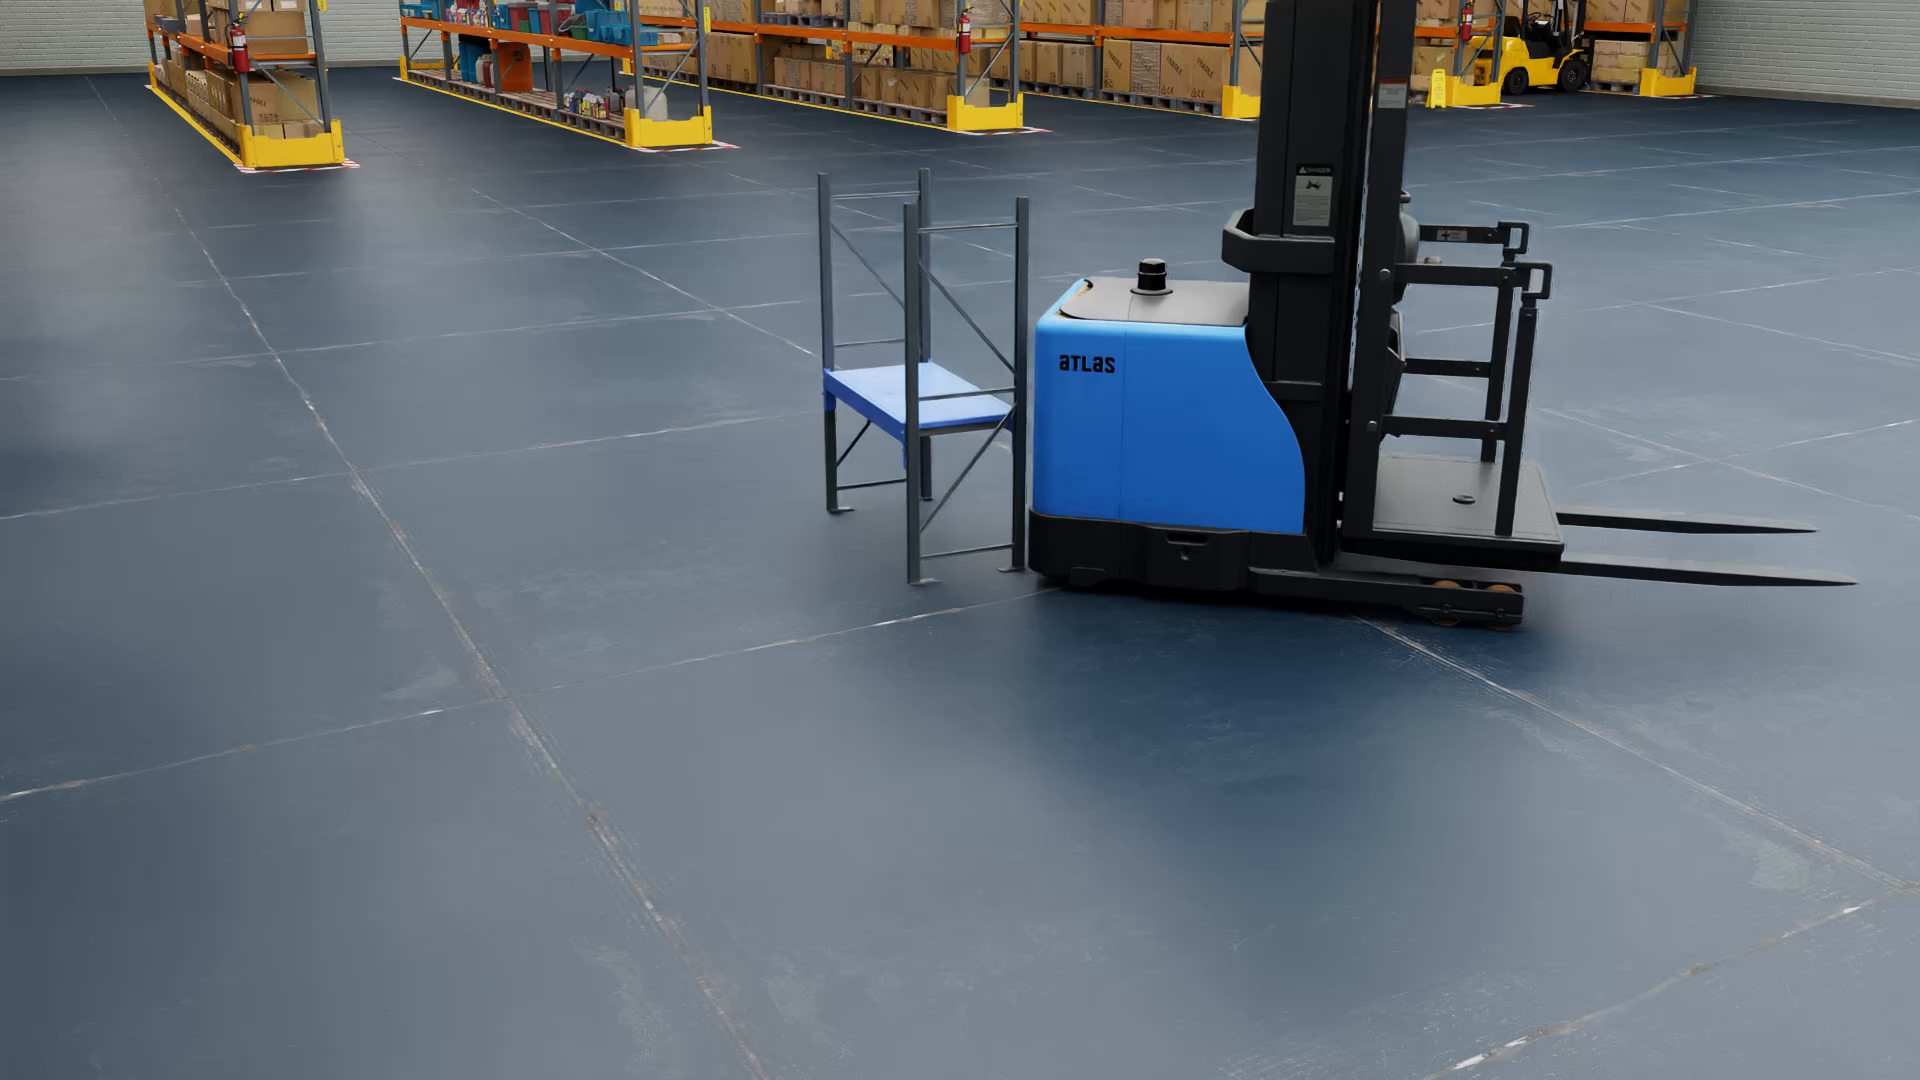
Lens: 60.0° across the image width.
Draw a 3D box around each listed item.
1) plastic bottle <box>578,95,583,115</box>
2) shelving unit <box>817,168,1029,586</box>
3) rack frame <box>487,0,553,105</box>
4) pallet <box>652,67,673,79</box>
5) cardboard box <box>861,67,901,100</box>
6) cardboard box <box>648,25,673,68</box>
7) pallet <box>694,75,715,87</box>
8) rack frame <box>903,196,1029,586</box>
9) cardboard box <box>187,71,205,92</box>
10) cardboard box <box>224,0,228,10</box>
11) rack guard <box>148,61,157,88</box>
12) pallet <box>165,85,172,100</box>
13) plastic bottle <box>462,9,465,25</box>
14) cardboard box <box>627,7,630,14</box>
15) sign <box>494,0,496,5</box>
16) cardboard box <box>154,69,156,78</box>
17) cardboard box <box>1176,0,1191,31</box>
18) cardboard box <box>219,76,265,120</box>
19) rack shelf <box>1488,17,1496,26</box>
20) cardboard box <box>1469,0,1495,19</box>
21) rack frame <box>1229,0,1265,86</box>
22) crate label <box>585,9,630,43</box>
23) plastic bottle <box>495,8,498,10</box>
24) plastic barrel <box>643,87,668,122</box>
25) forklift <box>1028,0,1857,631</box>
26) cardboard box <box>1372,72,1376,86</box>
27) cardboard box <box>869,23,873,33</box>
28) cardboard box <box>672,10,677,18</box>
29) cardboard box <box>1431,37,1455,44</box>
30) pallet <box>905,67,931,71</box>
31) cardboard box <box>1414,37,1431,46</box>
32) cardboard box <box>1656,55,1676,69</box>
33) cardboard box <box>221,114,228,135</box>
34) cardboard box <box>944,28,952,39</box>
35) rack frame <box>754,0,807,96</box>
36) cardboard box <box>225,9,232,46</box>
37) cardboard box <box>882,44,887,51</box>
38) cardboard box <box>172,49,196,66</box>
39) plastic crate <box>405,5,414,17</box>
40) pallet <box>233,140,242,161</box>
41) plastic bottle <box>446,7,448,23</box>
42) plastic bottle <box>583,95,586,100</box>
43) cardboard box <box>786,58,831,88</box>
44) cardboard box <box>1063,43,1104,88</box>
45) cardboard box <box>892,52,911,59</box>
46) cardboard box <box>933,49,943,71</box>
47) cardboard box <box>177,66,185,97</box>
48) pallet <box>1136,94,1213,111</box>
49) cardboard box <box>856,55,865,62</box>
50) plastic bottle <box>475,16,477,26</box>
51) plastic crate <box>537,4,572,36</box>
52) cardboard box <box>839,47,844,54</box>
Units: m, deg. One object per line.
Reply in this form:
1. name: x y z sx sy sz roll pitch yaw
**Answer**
1. plastic bottle: -5.690 -6.544 24.986 0.061 0.283 0.133 -9 21 -24
2. shelving unit: -0.170 -0.716 6.907 0.538 1.500 1.048 -8 21 -21
3. rack frame: -7.739 -9.172 29.114 1.000 3.000 0.127 -10 21 -27
4. pallet: -6.155 -10.350 36.803 1.003 0.211 1.213 -10 21 -27
5. cardboard box: -1.326 -7.687 27.998 0.500 0.500 0.500 -11 22 -28
6. cardboard box: -6.373 -10.997 37.017 0.875 0.875 0.875 -10 21 -27
7. pallet: -4.847 -9.560 34.511 1.003 0.211 1.213 -10 21 -27
8. rack frame: 0.026 -0.563 6.464 0.500 1.500 0.032 -8 21 -21
9. cardboard box: -11.853 -7.224 26.181 0.500 0.311 0.500 -11 22 -28
10. cardboard box: -9.267 -6.915 21.425 0.380 0.149 0.250 -9 21 -25
11. rack guard: -15.863 -9.499 33.893 1.175 0.500 0.348 -10 21 -27
12. pallet: -14.325 -8.433 31.248 1.003 0.211 1.213 -10 21 -27
13. plastic bottle: -9.173 -9.698 30.834 0.097 0.271 0.097 0 19 0
14. cardboard box: -7.301 -11.964 37.590 0.380 0.149 0.250 -10 21 -26
15. sign: -9.154 -10.536 32.642 0.100 0.325 0.005 -10 21 -27
16. cardboard box: -15.884 -9.326 33.228 0.380 0.166 0.250 -10 21 -27
17. cardboard box: 4.180 -8.887 28.058 0.875 0.550 0.550 -10 21 -27
18. cardboard box: -9.306 -5.755 21.633 0.500 0.500 0.500 -10 21 -27
19. rack shelf: 10.657 -11.330 36.470 1.077 0.370 4.000 -10 21 -27
20. cardboard box: 9.159 -9.545 29.584 0.500 0.500 0.500 -10 22 -27
21. rack frame: 4.832 -8.382 26.824 1.000 3.000 0.127 -10 21 -27
22. crate label: -5.052 -7.379 23.862 0.502 0.435 0.616 -10 21 -27
23. plastic bottle: -8.754 -9.949 31.555 0.152 0.276 0.135 -10 21 -27
24. plastic barrel: -4.320 -6.075 23.309 0.421 0.512 0.421 0 19 0
25. forklift: 1.844 -1.241 6.234 3.031 2.935 1.130 4 20 13
26. cardboard box: 8.027 -8.566 30.929 0.500 0.250 0.500 -11 22 -29
27. cardboard box: -1.266 -8.352 27.123 0.380 0.149 0.250 -10 21 -27
28. cardboard box: -5.836 -11.080 35.027 0.380 0.149 0.250 -10 21 -26
29. cardboard box: 10.629 -10.759 36.710 0.875 0.625 0.625 -11 22 -29
30. pallet: -0.496 -10.285 36.615 1.003 0.211 1.213 -10 21 -27
31. cardboard box: 8.297 -9.022 30.107 0.380 0.149 0.250 -9 21 -25
32. cardboard box: 13.466 -9.250 32.144 0.500 0.250 0.500 -10 21 -26
33. cardboard box: -9.539 -5.545 22.174 0.500 0.250 0.500 -10 21 -27
34. cardboard box: -0.017 -7.646 25.075 0.380 0.149 0.250 -10 21 -27
35. rack frame: -3.380 -9.939 31.337 1.000 3.000 0.127 -10 21 -27
36. cardboard box: -9.249 -6.737 21.902 0.700 0.500 0.500 -9 21 -25
37. cardboard box: -1.546 -11.158 37.684 0.380 0.149 0.250 -10 22 -27
38. cardboard box: -13.271 -8.327 28.674 0.500 0.250 0.500 -10 22 -28
39. plastic crate: -11.398 -11.107 34.886 0.416 0.233 0.300 -10 21 -27
40. pallet: -8.701 -5.004 21.310 1.003 0.211 1.213 -10 21 -27
41. plastic bottle: -9.840 -10.094 31.964 0.061 0.283 0.133 -10 21 -27
42. plastic bottle: -5.629 -6.555 25.039 0.097 0.271 0.097 0 19 0
43. cardboard box: -2.770 -8.619 30.669 0.700 0.500 0.500 -12 22 -31
44. cardboard box: 2.558 -8.830 30.926 1.050 0.750 0.750 -10 21 -27
45. cardboard box: -1.296 -10.859 37.274 0.380 0.149 0.250 -10 21 -26
46. cardboard box: -0.236 -10.291 35.543 0.500 0.500 0.500 -10 21 -26
47. cardboard box: -12.997 -7.813 28.333 0.500 0.500 0.500 -11 22 -29
48. pallet: 3.808 -7.631 28.923 1.003 0.211 1.213 -10 21 -27
49. cardboard box: -2.207 -11.259 38.890 0.380 0.149 0.250 -11 22 -29
50. plastic bottle: -8.686 -9.370 29.992 0.097 0.201 0.097 0 19 0
51. plastic crate: -6.339 -8.146 26.041 0.402 0.464 0.583 -10 21 -27
52. cardboard box: -2.663 -11.689 39.678 0.380 0.149 0.250 -10 21 -27
